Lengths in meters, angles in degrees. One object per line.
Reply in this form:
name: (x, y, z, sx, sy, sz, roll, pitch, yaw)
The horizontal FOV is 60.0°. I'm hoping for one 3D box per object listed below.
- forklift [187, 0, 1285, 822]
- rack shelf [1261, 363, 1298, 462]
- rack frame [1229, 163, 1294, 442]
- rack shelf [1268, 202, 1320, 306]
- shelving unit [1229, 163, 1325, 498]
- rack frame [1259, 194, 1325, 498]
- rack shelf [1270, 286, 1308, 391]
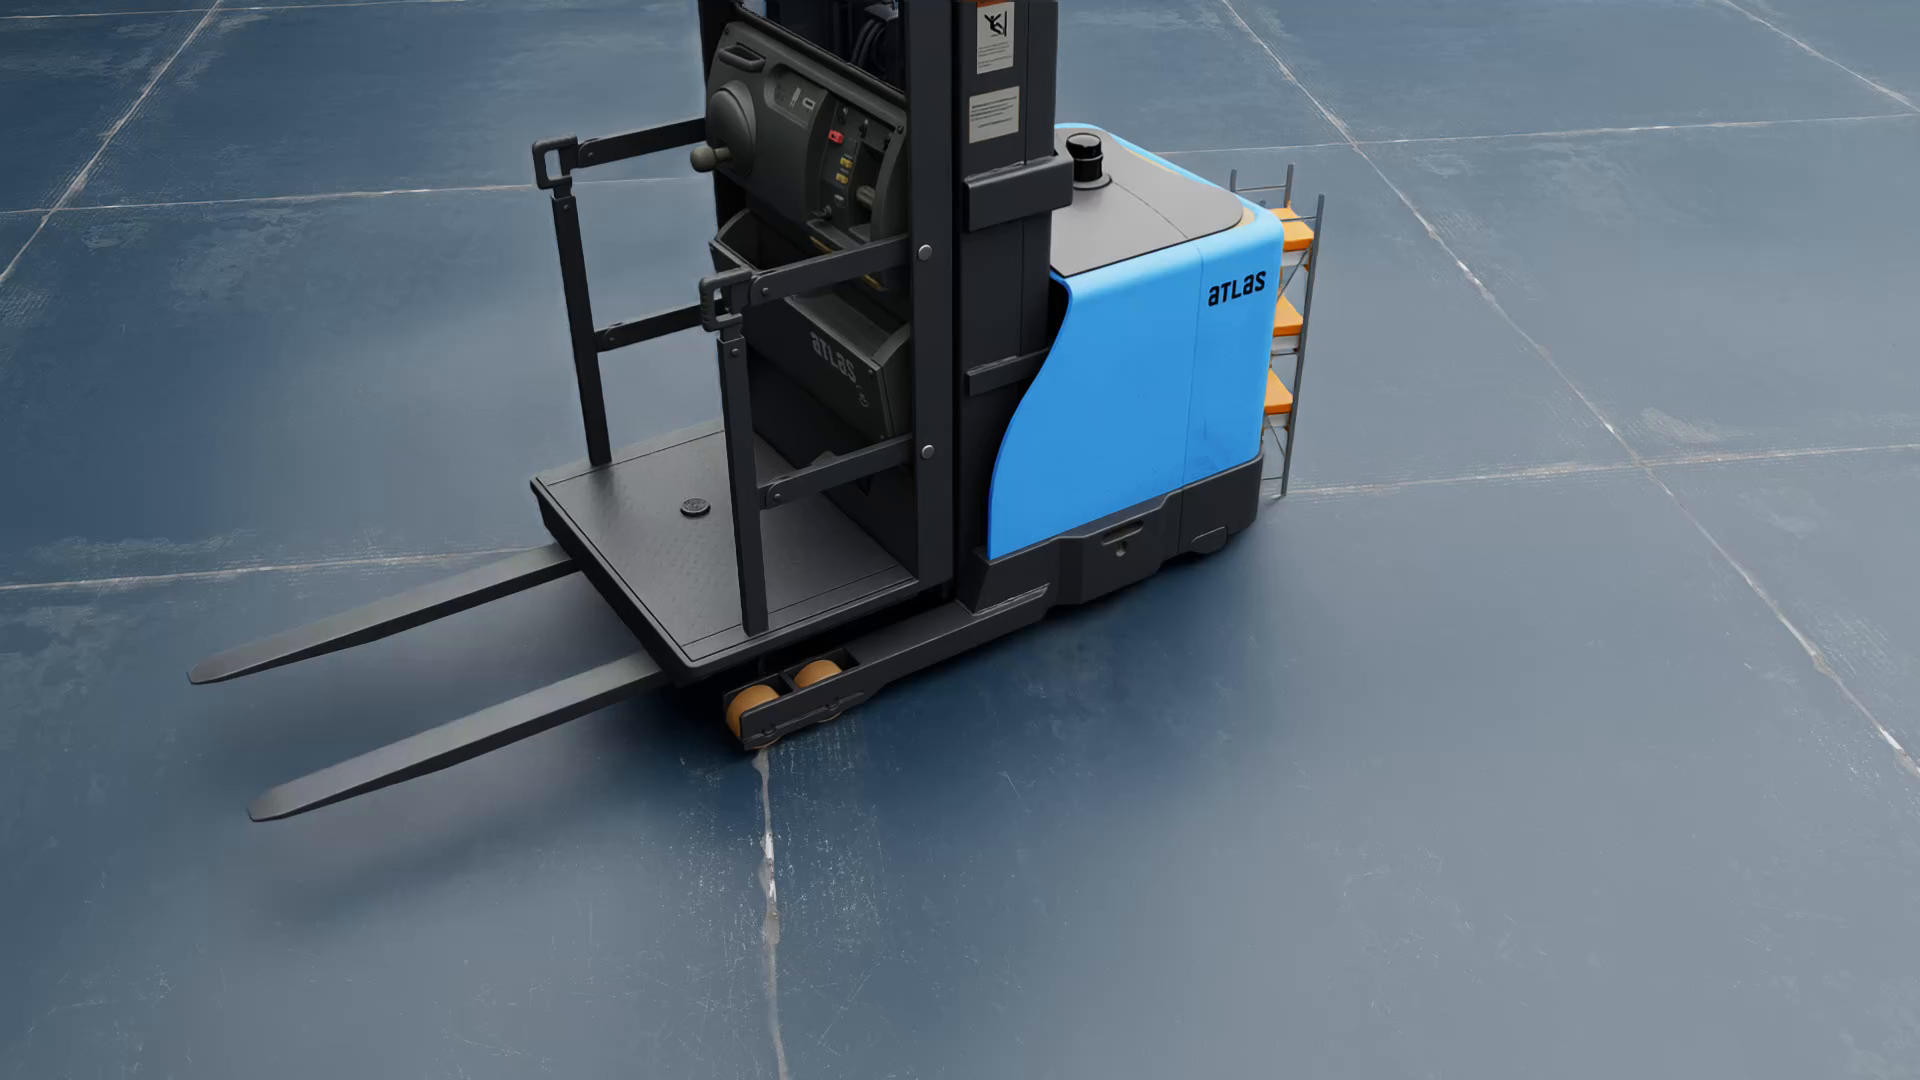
forklift: (-0.576, -0.996, 4.109, 3.031, 2.935, 1.130, -20, 39, -27)
rack shelf: (0.946, -0.396, 5.410, 0.215, 0.259, 0.240, -7, 35, -10)
rack frame: (0.920, -0.701, 5.347, 0.200, 1.050, 0.008, -7, 35, -10)
rack shelf: (0.945, -0.860, 5.094, 0.215, 0.259, 0.240, -7, 35, -10)
shelving unit: (0.945, -0.634, 5.248, 0.215, 1.050, 0.252, -7, 35, -10)
rack frame: (0.971, -0.567, 5.149, 0.200, 1.050, 0.008, -7, 35, -10)
rack shelf: (0.945, -0.626, 5.254, 0.215, 0.259, 0.240, -7, 35, -10)
